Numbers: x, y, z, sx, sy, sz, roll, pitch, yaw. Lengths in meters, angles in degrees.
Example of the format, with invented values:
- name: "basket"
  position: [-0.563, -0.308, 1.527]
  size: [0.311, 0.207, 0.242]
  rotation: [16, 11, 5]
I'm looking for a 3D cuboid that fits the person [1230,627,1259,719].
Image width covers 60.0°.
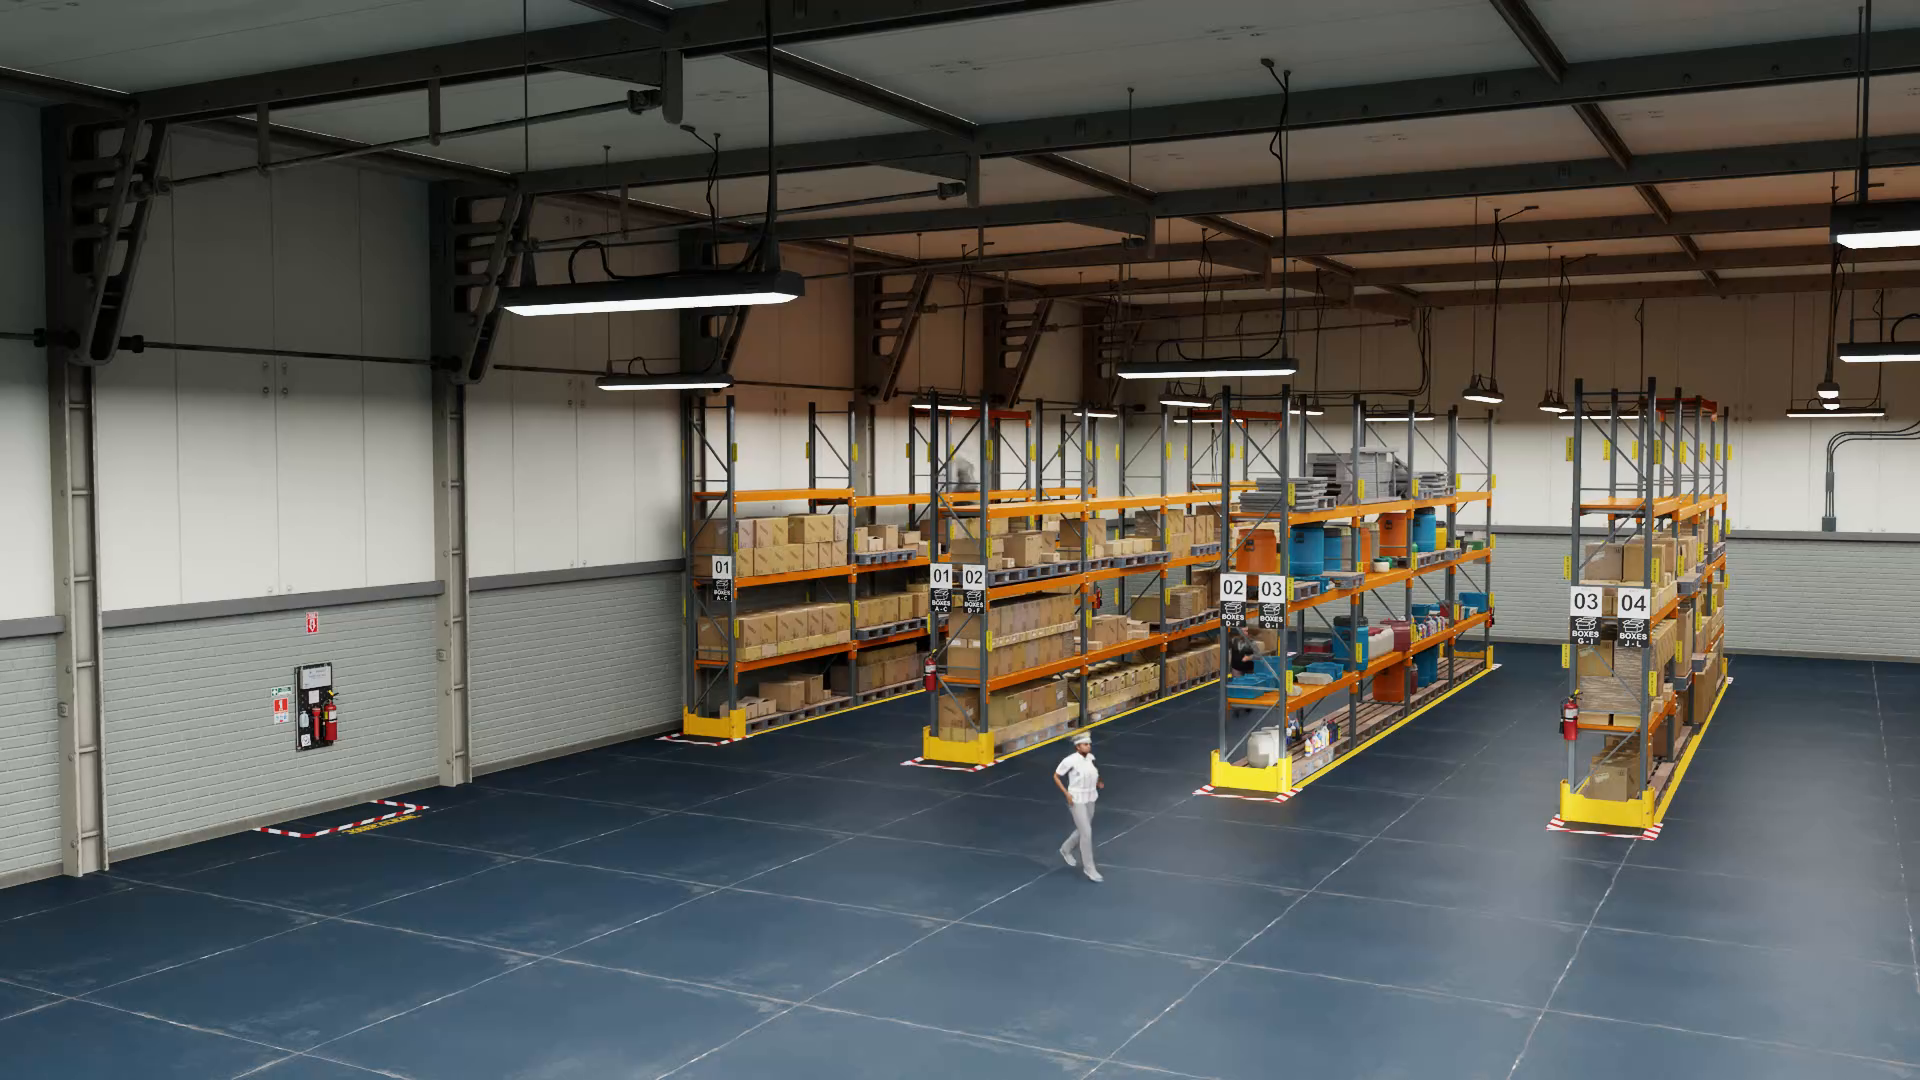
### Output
- name: "person"
  position: [5.383, 2.491, 31.528]
  size: [0.590, 1.764, 0.896]
  rotation: [1, 3, 19]

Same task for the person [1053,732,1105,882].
- name: "person"
  position: [1.425, 3.118, 19.706]
  size: [0.574, 1.715, 0.810]
  rotation: [-3, 4, -41]
